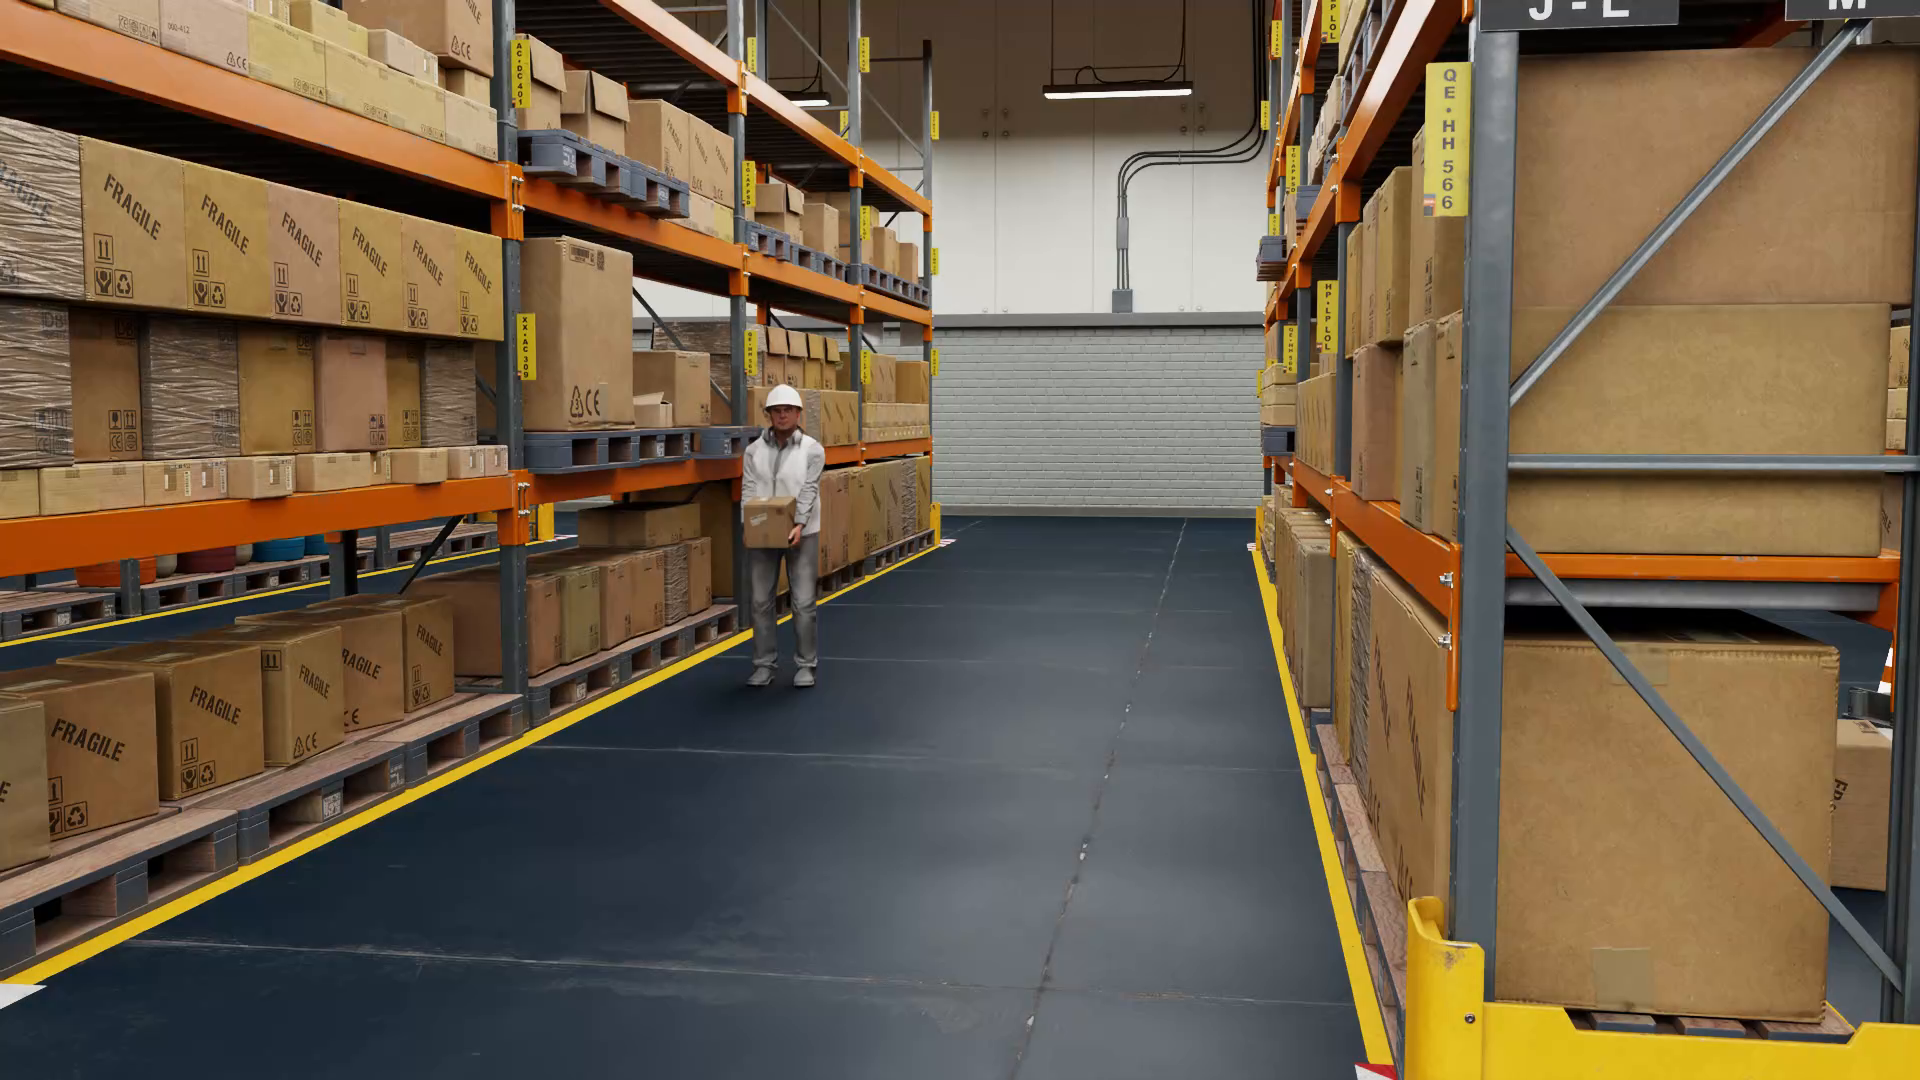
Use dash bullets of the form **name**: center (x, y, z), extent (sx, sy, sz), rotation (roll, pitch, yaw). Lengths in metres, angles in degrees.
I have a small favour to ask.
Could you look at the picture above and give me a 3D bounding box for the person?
- **person**: center (-1.045, -0.021, 9.764), extent (0.494, 1.772, 0.563), rotation (1, 4, 8)
